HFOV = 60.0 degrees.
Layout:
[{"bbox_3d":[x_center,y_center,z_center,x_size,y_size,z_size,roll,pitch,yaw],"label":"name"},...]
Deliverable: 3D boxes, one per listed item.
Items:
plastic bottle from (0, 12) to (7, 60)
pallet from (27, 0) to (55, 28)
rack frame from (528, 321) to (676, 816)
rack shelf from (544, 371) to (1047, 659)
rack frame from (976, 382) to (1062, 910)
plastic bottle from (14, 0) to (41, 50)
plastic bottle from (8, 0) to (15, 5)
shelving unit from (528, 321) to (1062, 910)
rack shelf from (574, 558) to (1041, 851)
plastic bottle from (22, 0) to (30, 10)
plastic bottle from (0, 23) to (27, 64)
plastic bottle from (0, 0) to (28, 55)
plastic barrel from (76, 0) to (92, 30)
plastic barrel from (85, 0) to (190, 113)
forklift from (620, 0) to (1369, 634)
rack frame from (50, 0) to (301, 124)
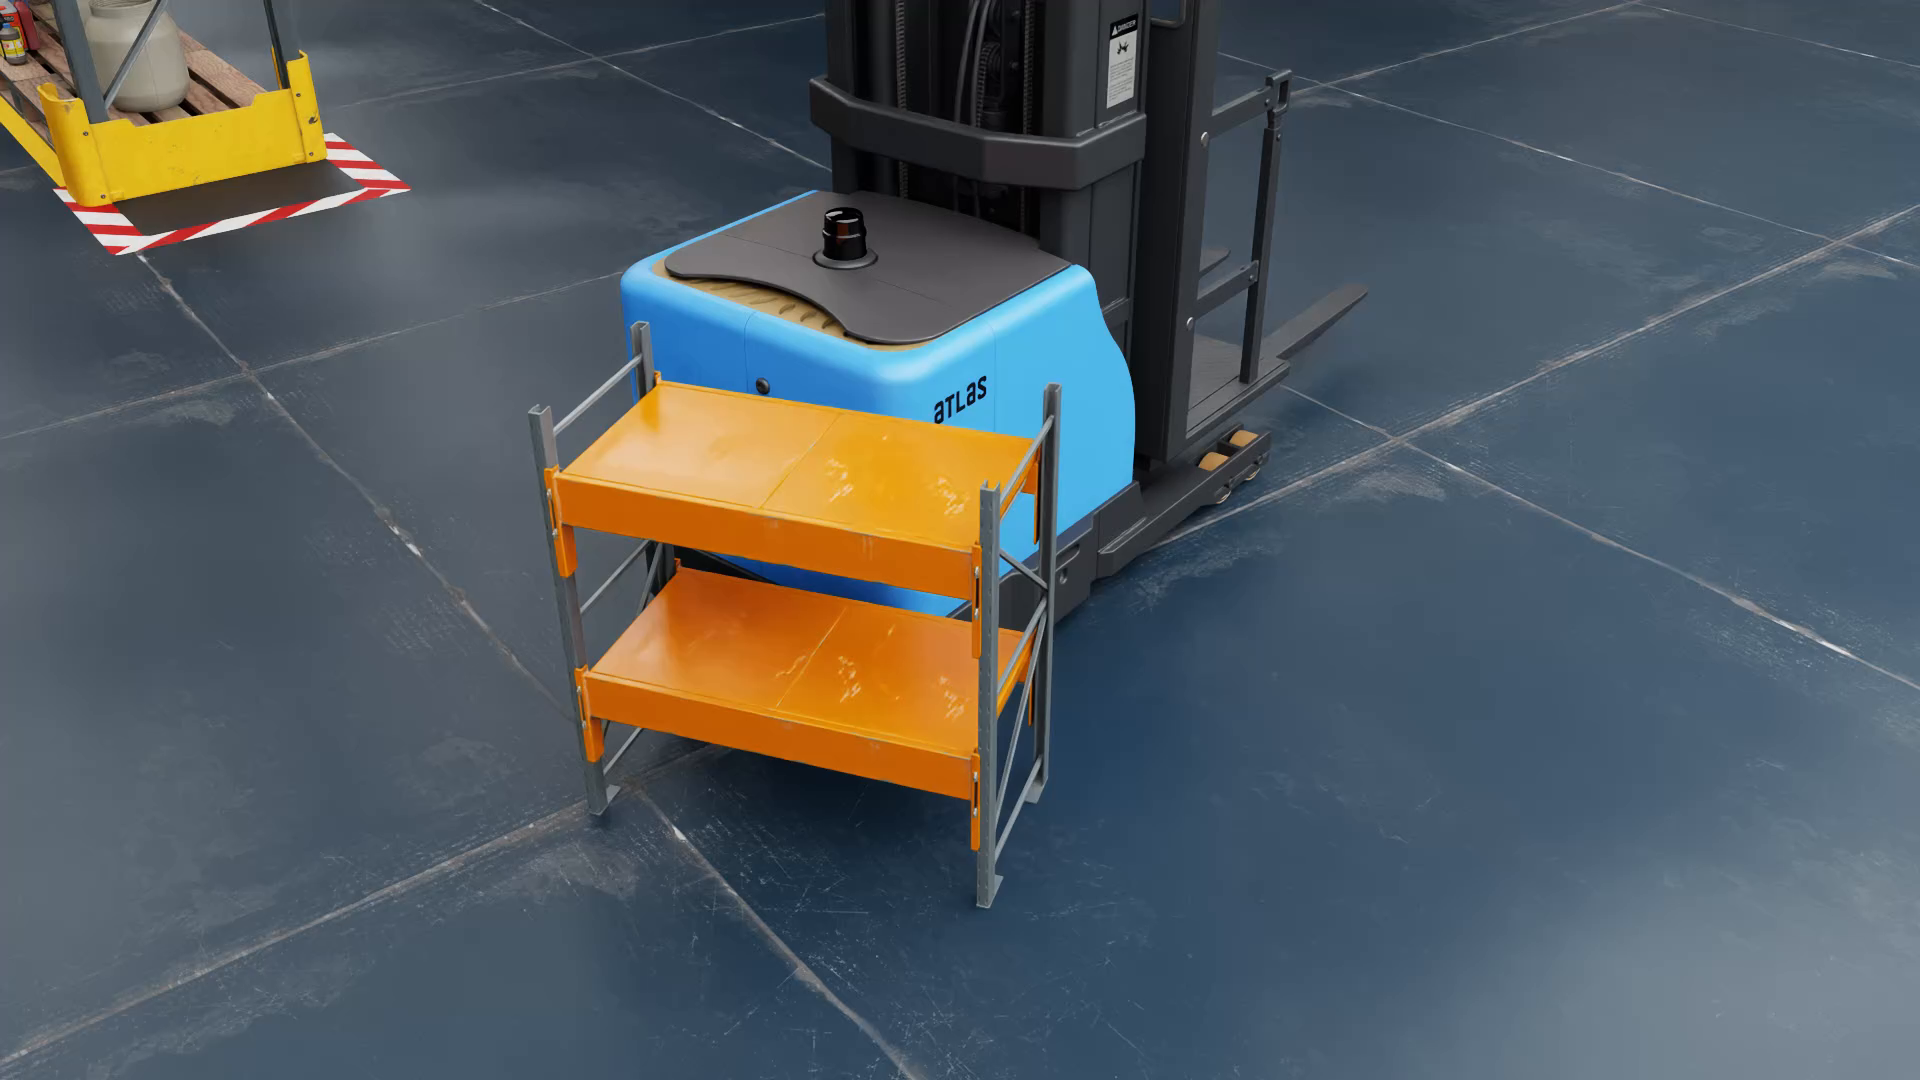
[{"bbox_3d":[-5.190,-2.754,8.999,0.061,0.283,0.133,-21,38,-30],"label":"plastic bottle"},{"bbox_3d":[-5.705,-3.244,10.273,1.003,0.211,1.213,-22,38,-31],"label":"pallet"},{"bbox_3d":[-0.831,0.083,4.050,0.032,1.125,0.500,10,33,16],"label":"rack frame"},{"bbox_3d":[-0.350,-0.080,3.757,1.000,0.278,0.538,10,33,16],"label":"rack shelf"},{"bbox_3d":[0.132,0.254,3.774,0.032,1.125,0.500,10,33,16],"label":"rack frame"},{"bbox_3d":[-5.153,-2.860,9.170,0.061,0.283,0.133,-22,38,-31],"label":"plastic bottle"},{"bbox_3d":[-5.358,-2.974,9.430,0.097,0.201,0.097,0,32,0],"label":"plastic bottle"},{"bbox_3d":[-0.350,0.169,3.912,1.048,1.125,0.538,10,33,16],"label":"shelving unit"},{"bbox_3d":[-0.350,0.376,4.041,1.000,0.278,0.538,10,33,16],"label":"rack shelf"},{"bbox_3d":[-5.439,-3.084,9.537,0.152,0.276,0.135,-22,38,-31],"label":"plastic bottle"},{"bbox_3d":[-5.104,-2.677,8.952,0.097,0.201,0.097,0,32,0],"label":"plastic bottle"},{"bbox_3d":[-5.237,-2.822,9.116,0.152,0.276,0.135,-22,38,-31],"label":"plastic bottle"},{"bbox_3d":[-4.403,-2.635,8.610,0.421,0.512,0.421,0,32,0],"label":"plastic barrel"},{"bbox_3d":[-4.095,-2.426,8.273,0.421,0.512,0.421,0,32,0],"label":"plastic barrel"},{"bbox_3d":[0.384,-1.507,4.898,1.130,2.935,3.031,22,38,31],"label":"forklift"},{"bbox_3d":[-3.631,-3.055,7.326,1.000,3.000,0.127,-22,38,-31],"label":"rack frame"}]
